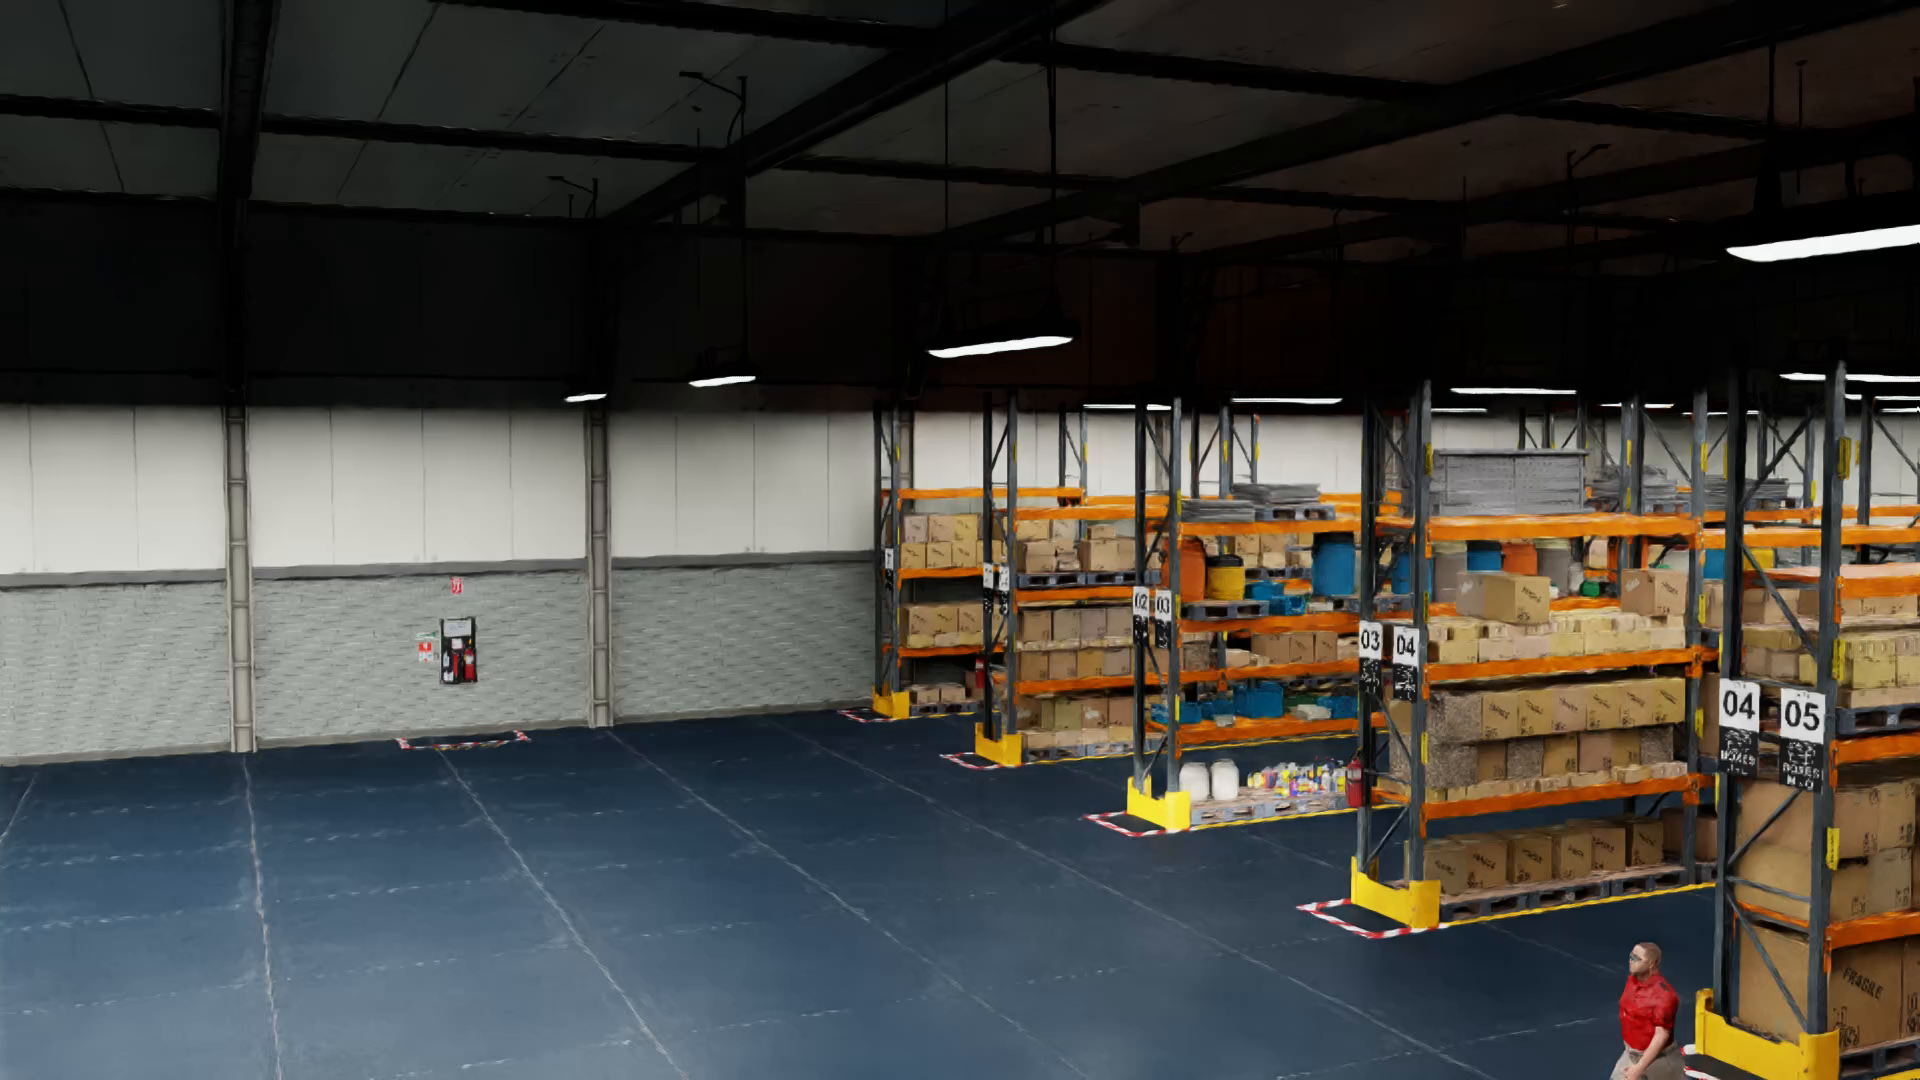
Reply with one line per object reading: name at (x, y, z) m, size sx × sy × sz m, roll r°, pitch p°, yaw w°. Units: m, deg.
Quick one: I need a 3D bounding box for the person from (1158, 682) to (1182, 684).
person at (3.758, 2.477, 30.467) m, size 0.624 × 1.731 × 0.496 m, roll 0°, pitch 3°, yaw 7°

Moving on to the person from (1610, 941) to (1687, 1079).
person at (4.823, 3.643, 11.672) m, size 1.040 × 1.646 × 0.533 m, roll -1°, pitch 3°, yaw -15°
